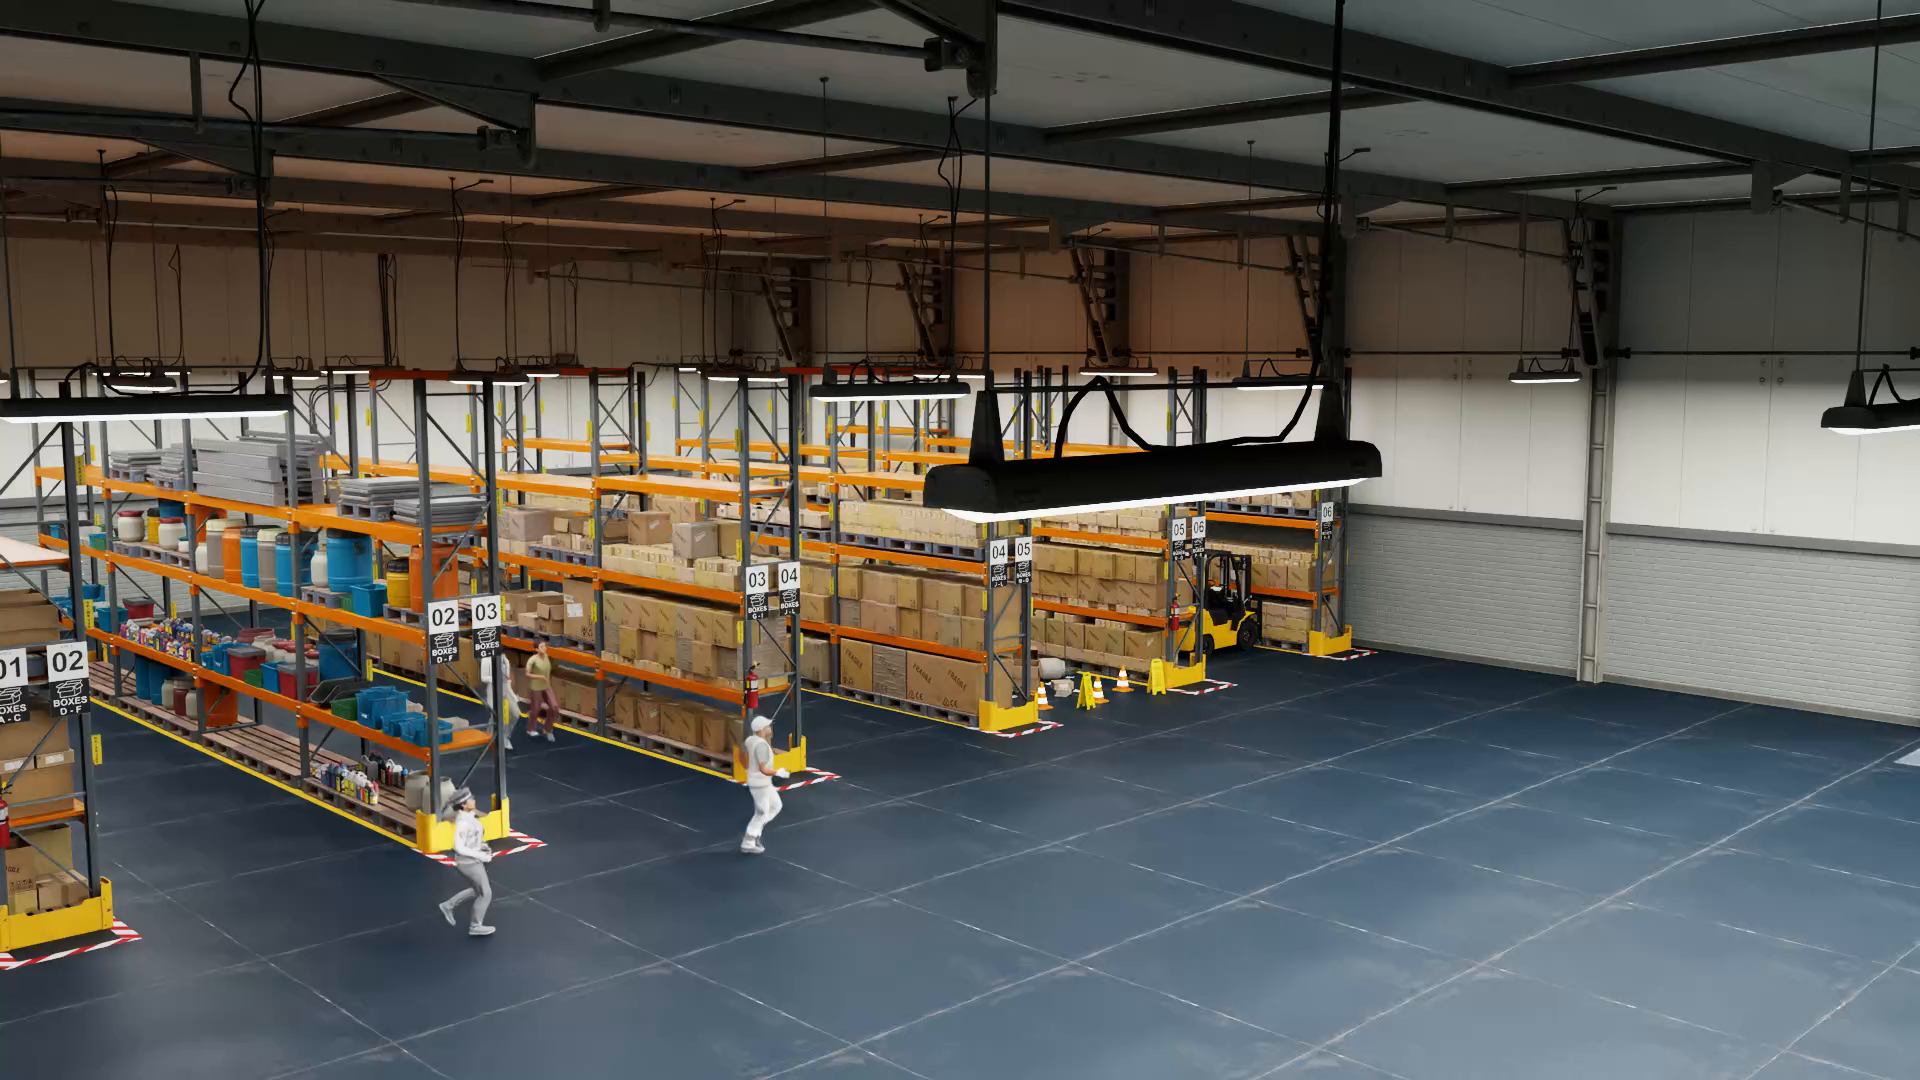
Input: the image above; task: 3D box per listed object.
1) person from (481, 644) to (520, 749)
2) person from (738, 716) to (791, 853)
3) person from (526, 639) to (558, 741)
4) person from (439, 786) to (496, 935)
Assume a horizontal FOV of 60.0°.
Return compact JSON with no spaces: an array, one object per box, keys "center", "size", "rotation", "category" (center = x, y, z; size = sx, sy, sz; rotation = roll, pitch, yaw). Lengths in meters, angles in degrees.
[{"center":[-7.313,2.479,26.506],"size":[0.734,1.794,0.687],"rotation":[4,8,34],"category":"person"},{"center":[-2.469,3.082,21.009],"size":[0.624,1.748,0.655],"rotation":[-2,7,-14],"category":"person"},{"center":[-6.859,2.455,27.144],"size":[0.531,1.700,0.726],"rotation":[-6,9,-44],"category":"person"},{"center":[-5.356,3.480,18.028],"size":[0.569,1.647,0.615],"rotation":[-2,7,-14],"category":"person"}]
